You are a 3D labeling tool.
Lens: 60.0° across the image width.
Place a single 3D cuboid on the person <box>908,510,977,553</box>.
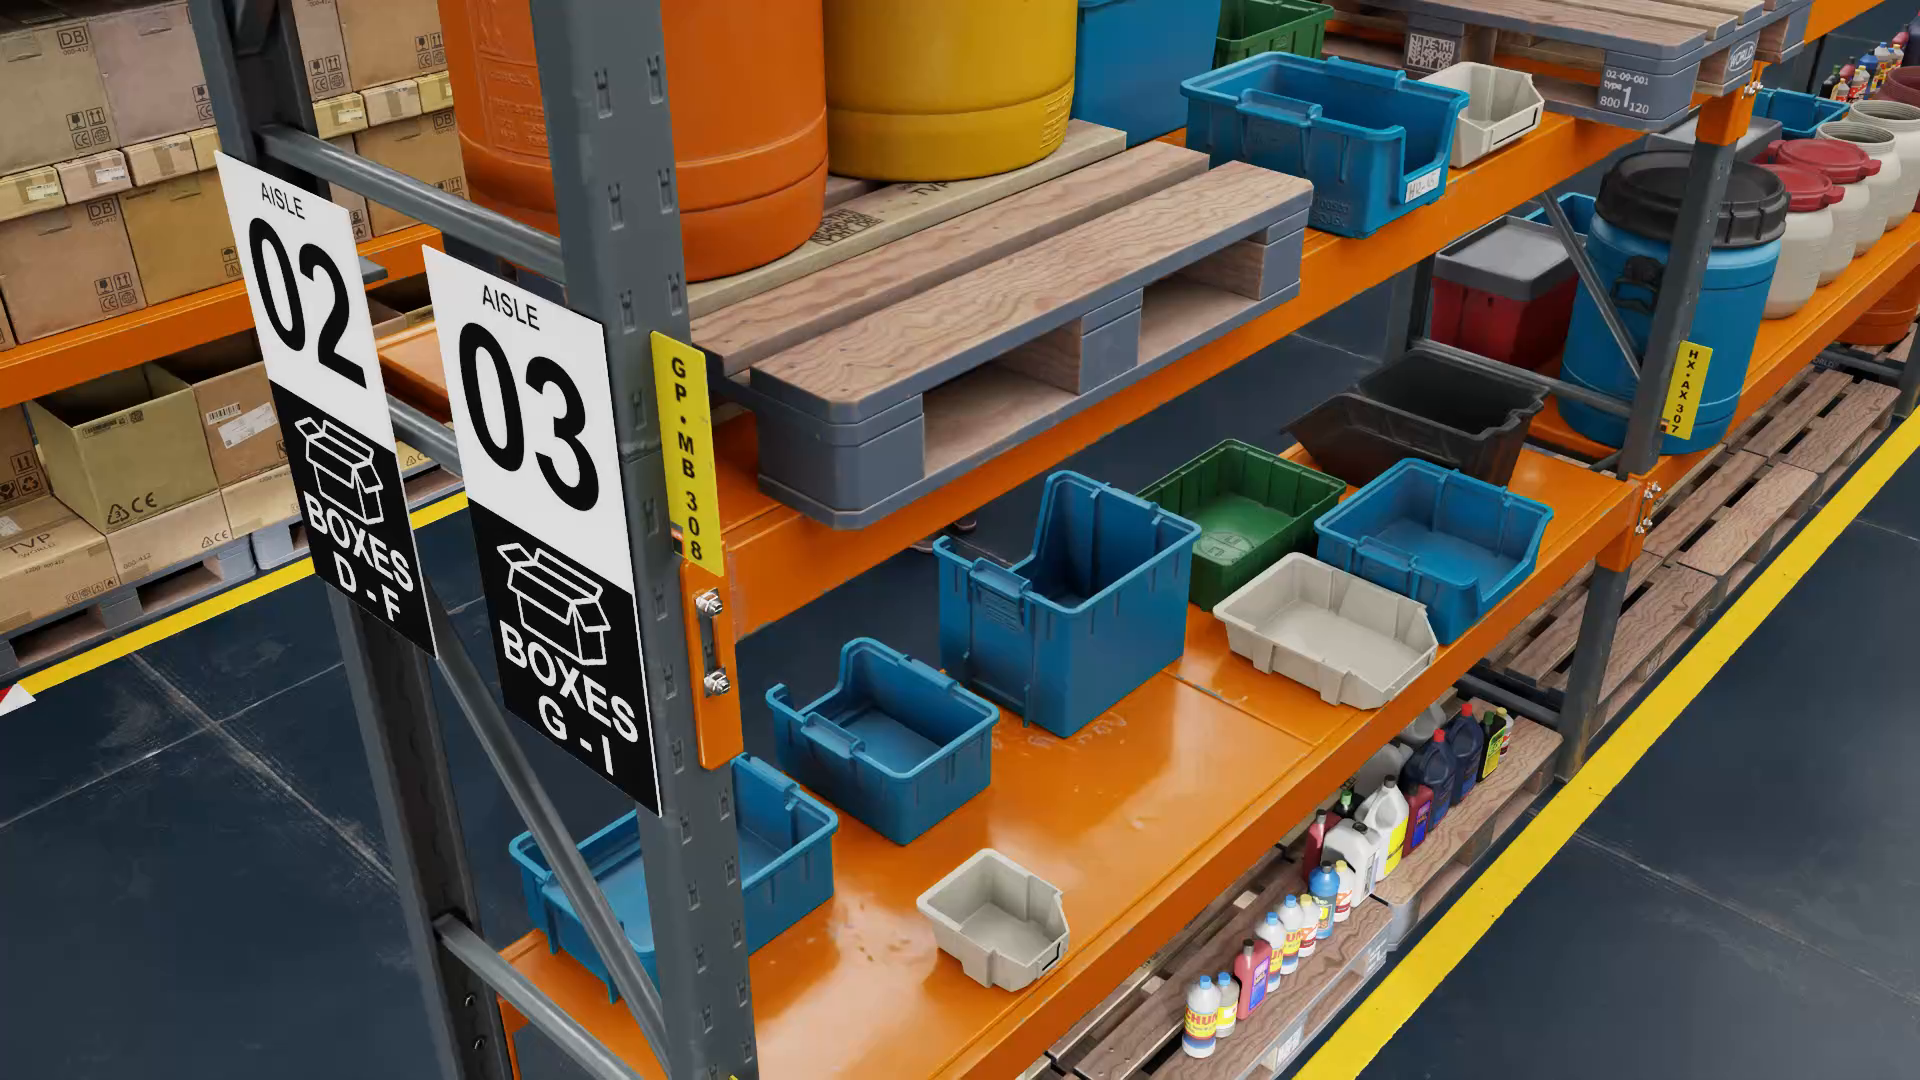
[{"bbox_3d":[-0.130,-0.724,7.321,0.350,1.654,0.532,23,38,32],"label":"person"}]
